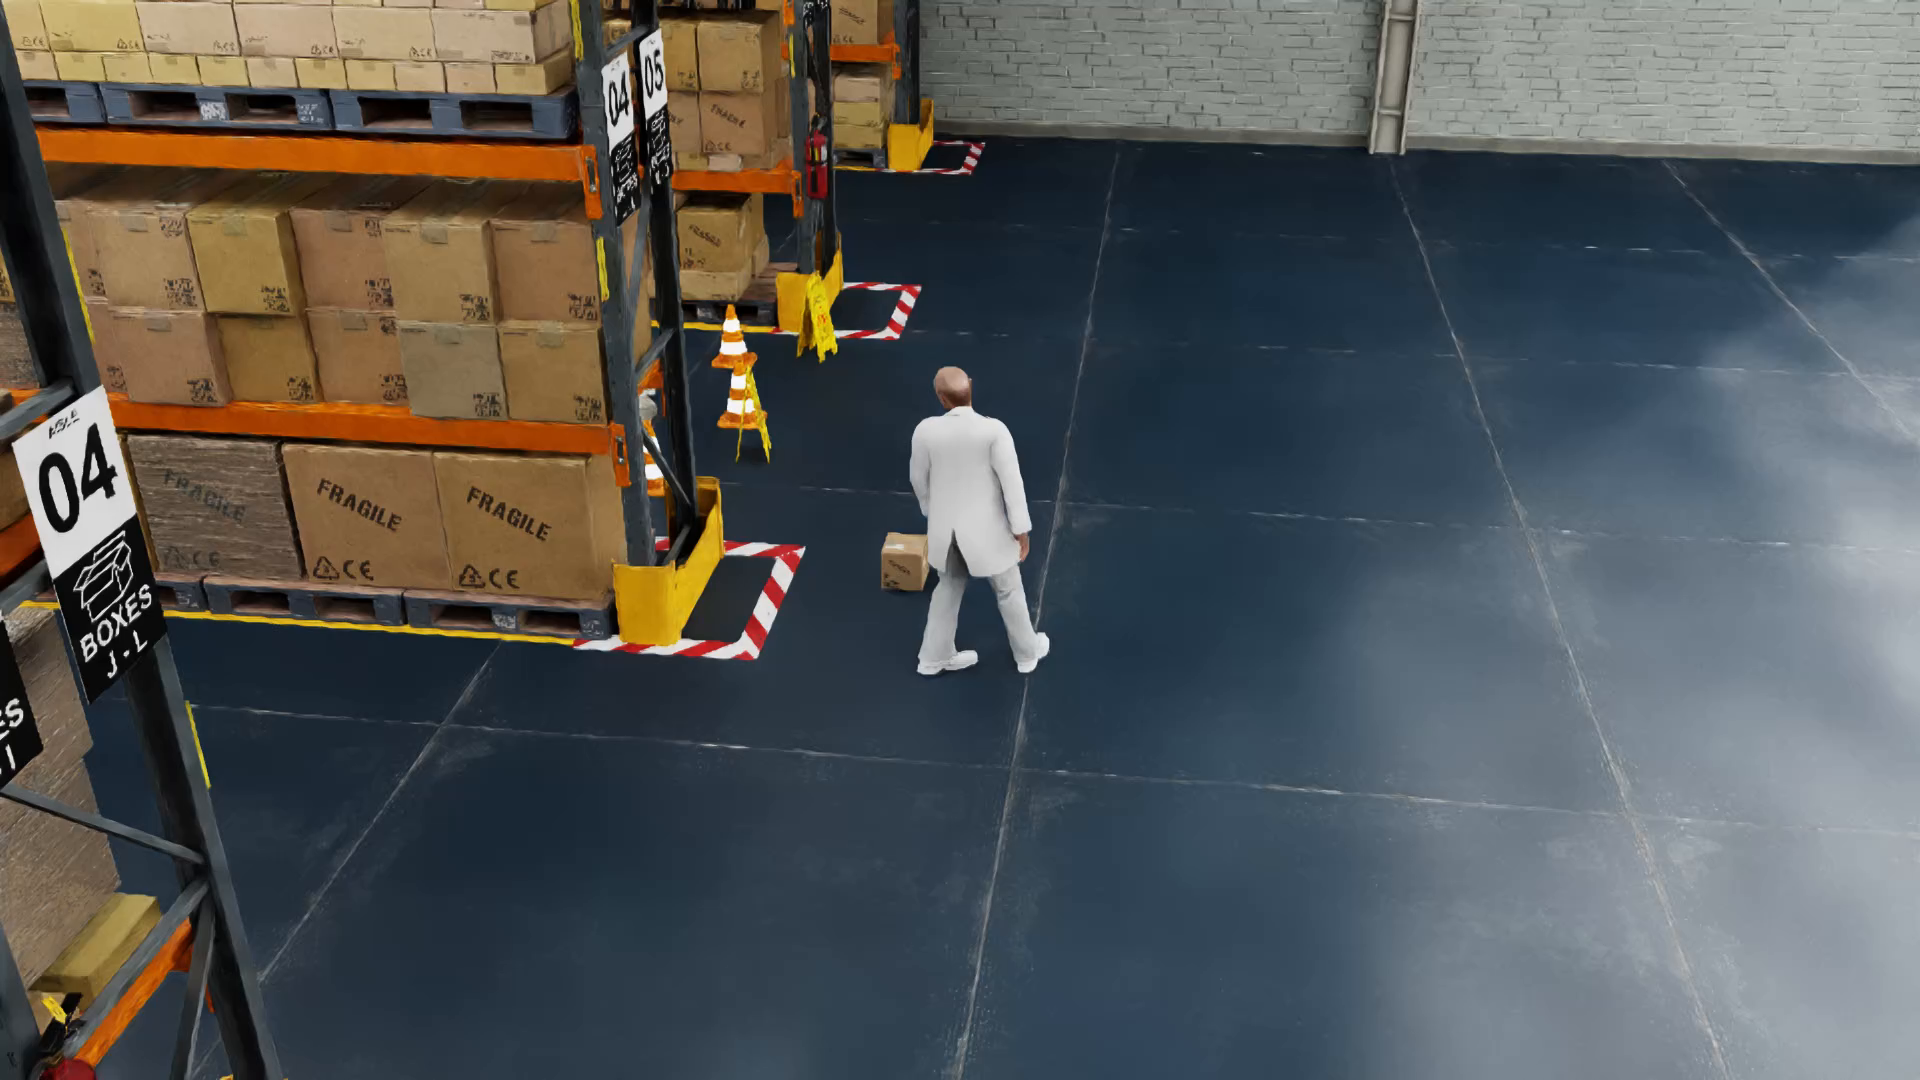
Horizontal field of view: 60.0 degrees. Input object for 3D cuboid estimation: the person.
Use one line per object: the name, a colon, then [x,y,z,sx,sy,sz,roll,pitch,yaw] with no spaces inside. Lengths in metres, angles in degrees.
person: [0.105,-0.020,8.906,0.687,1.595,0.612,12,30,22]
